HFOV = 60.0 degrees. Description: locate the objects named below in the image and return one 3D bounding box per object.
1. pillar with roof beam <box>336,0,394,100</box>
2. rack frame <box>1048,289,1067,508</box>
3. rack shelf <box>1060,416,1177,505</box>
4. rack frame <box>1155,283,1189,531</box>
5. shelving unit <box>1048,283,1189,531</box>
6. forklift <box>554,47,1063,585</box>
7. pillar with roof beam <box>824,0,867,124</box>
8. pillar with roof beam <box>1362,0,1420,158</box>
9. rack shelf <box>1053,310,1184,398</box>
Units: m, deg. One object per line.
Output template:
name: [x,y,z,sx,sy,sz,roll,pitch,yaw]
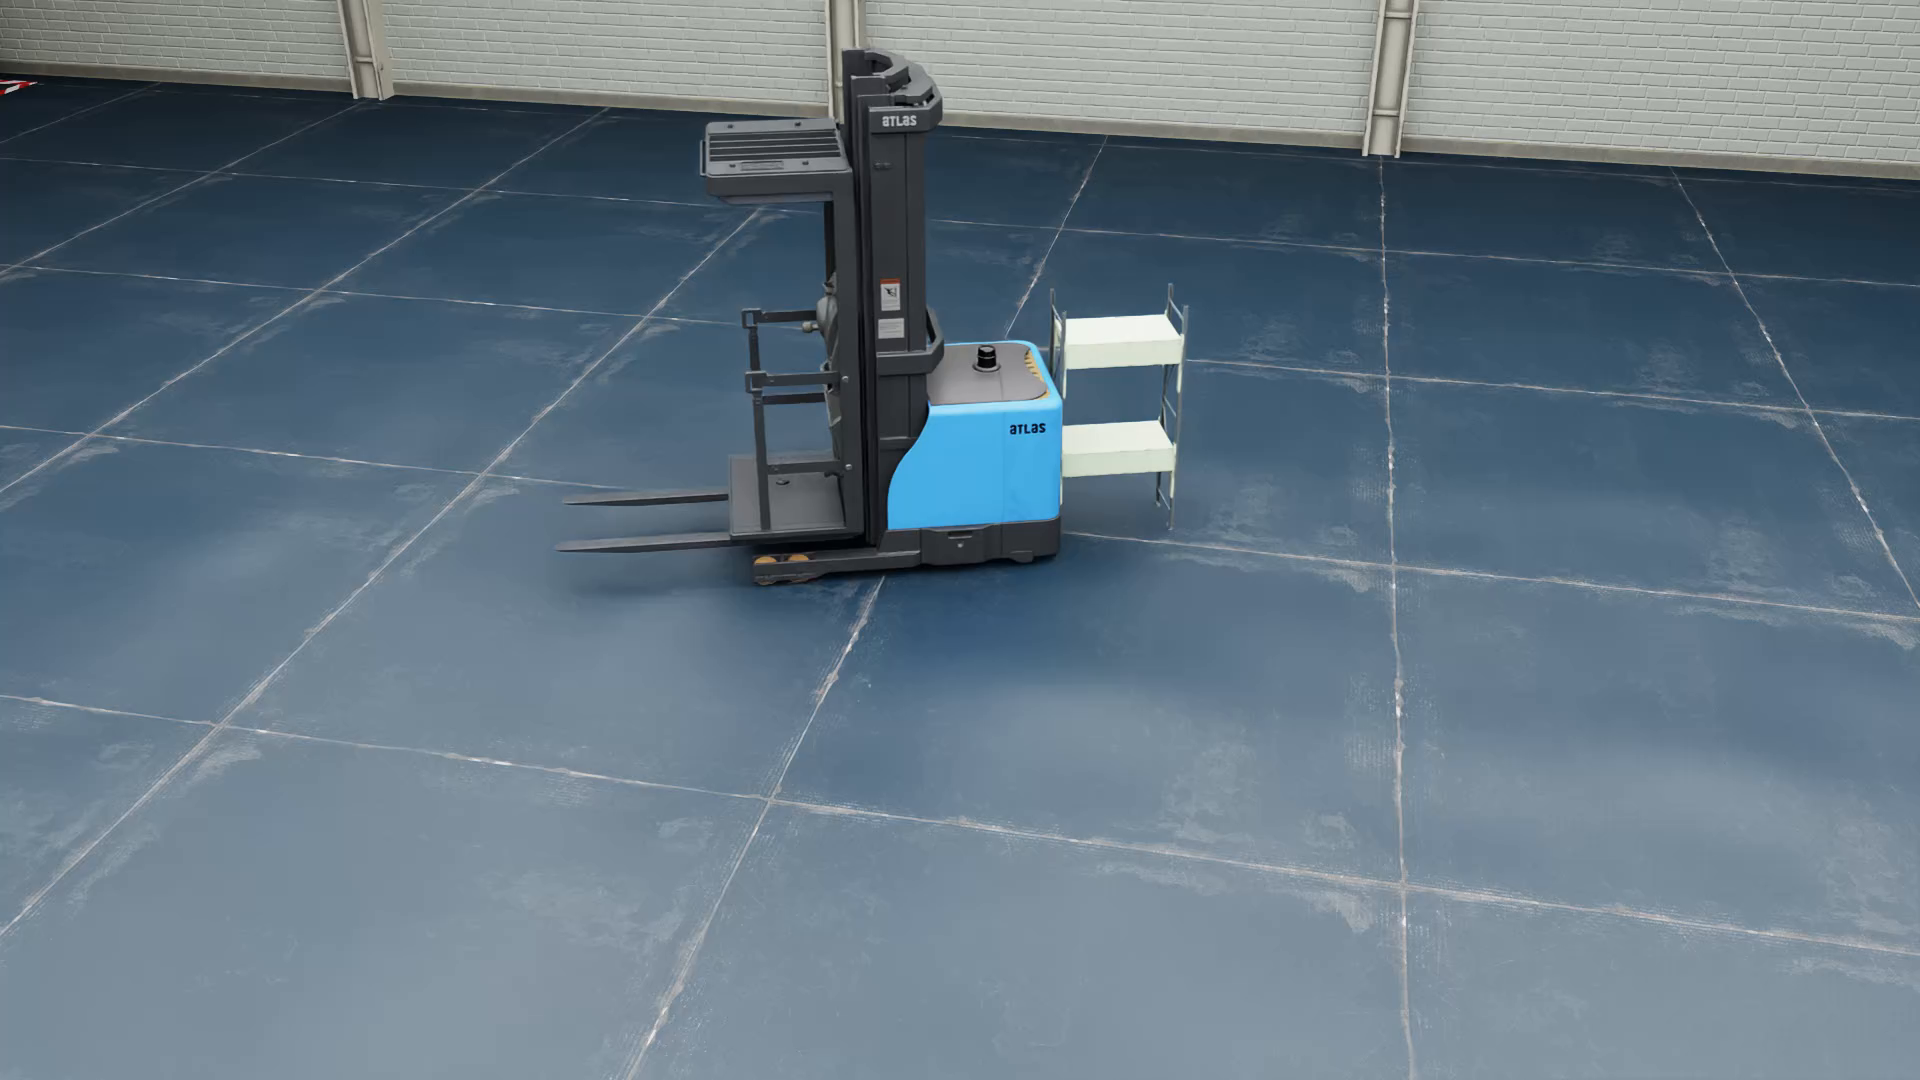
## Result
pillar with roof beam: [-8.050,-7.346,14.460,0.400,9.000,9.100,6,29,11]
rack frame: [0.585,-0.766,10.249,0.023,1.500,0.400,-4,29,-7]
rack shelf: [0.948,-0.503,10.448,0.720,0.370,0.431,-4,29,-7]
rack frame: [1.311,-0.813,10.335,0.023,1.500,0.400,-4,29,-7]
shelving unit: [0.948,-0.789,10.292,0.755,1.500,0.431,-4,29,-7]
forklift: [-0.945,-1.288,9.713,3.031,2.935,1.130,-4,29,-7]
pillar with roof beam: [-2.183,-6.744,13.361,0.400,9.000,9.100,6,29,11]
pillar with roof beam: [3.685,-6.143,12.262,0.400,9.000,9.100,6,29,11]
rack shelf: [0.948,-1.132,10.104,0.720,0.370,0.431,-4,29,-7]
